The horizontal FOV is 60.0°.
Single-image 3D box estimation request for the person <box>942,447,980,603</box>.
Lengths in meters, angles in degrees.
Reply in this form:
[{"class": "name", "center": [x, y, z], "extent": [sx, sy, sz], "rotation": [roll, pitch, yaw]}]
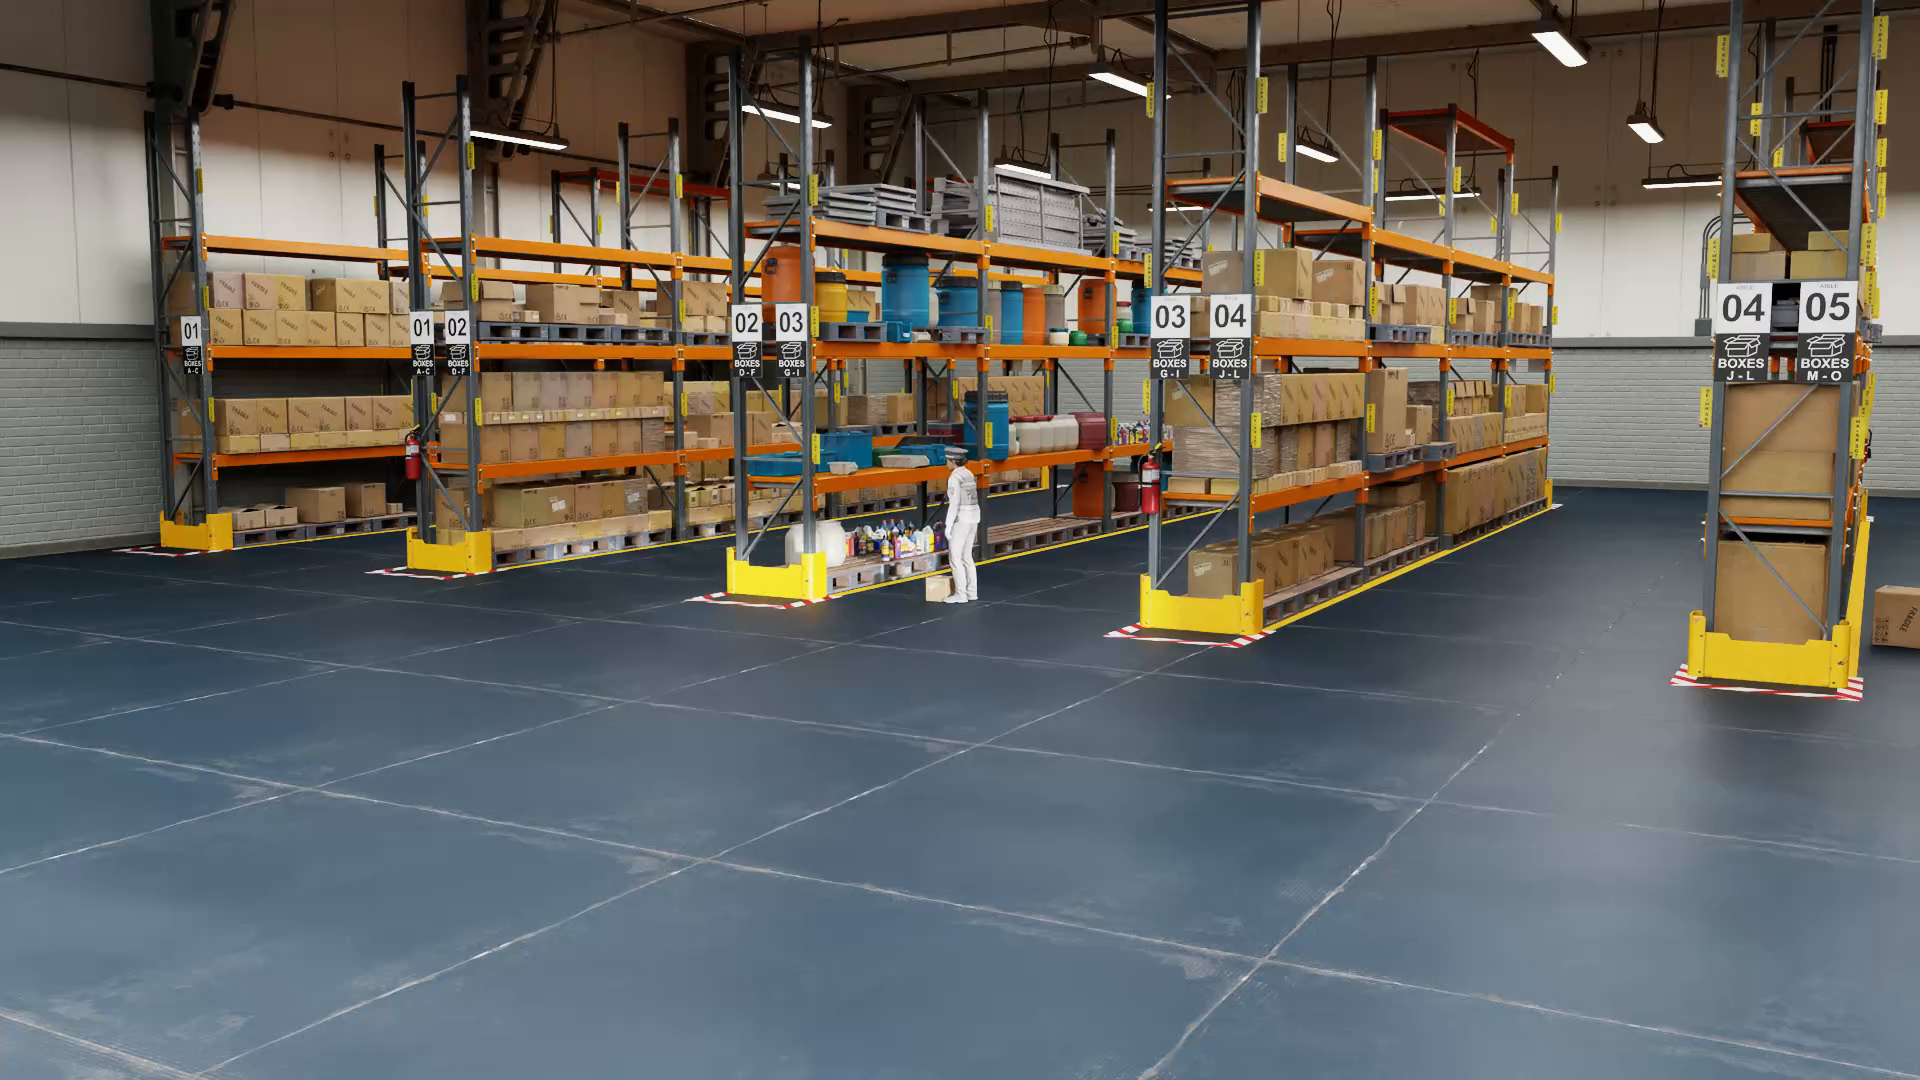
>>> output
[{"class": "person", "center": [0.004, -0.164, 17.894], "extent": [0.356, 1.664, 0.528], "rotation": [3, 7, 29]}]
